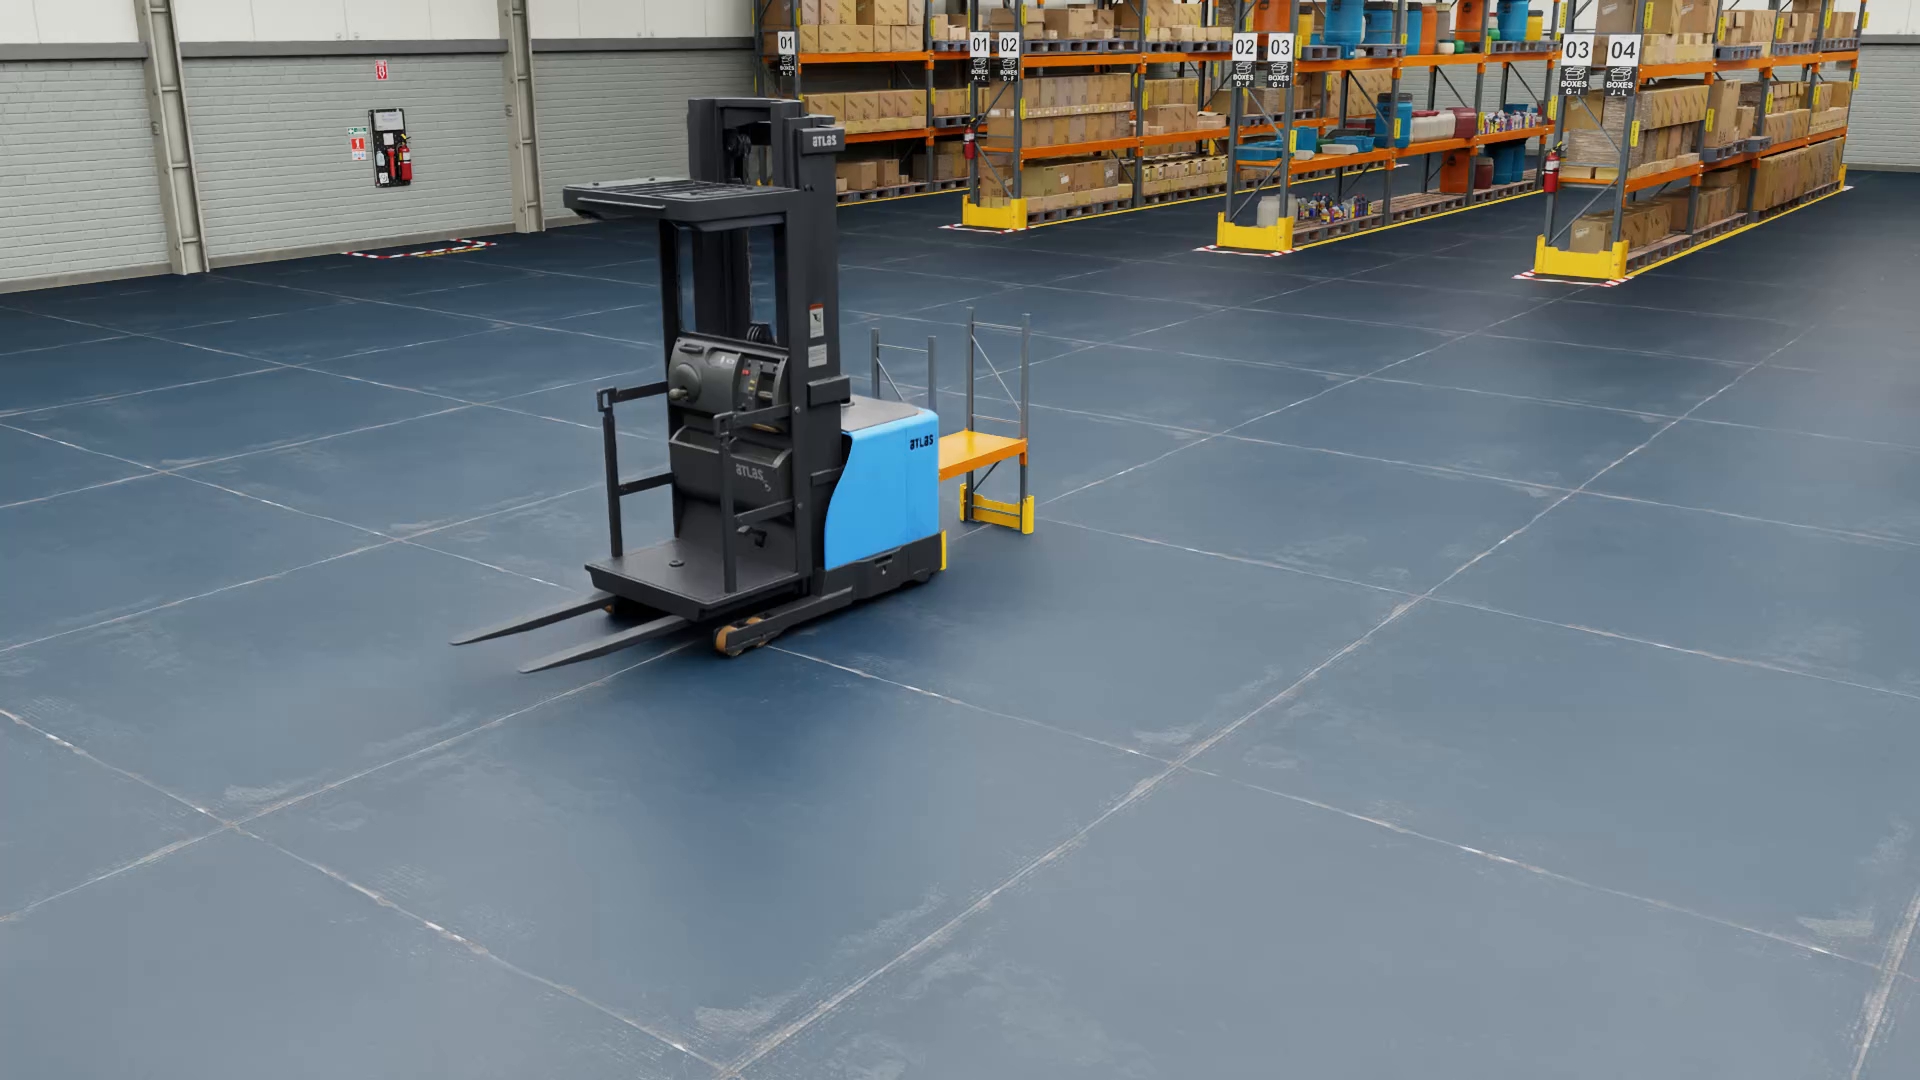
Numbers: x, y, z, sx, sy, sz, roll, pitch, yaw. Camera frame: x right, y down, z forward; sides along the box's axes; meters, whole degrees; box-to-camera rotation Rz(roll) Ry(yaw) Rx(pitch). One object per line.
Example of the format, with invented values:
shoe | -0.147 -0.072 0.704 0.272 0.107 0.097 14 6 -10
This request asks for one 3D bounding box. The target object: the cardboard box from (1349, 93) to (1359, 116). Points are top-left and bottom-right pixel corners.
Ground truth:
cardboard box | 8.882 -10.076 38.465 0.500 0.500 0.500 12 21 34

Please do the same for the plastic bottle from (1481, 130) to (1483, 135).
plastic bottle | 9.958 -7.893 31.818 0.097 0.271 0.097 0 17 0

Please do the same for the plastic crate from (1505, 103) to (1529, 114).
plastic crate | 11.737 -9.030 35.191 0.392 0.384 0.575 12 21 35

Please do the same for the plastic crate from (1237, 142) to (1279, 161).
plastic crate | 4.641 -6.081 26.018 0.499 0.251 0.616 12 21 35

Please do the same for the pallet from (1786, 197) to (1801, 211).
pallet | 15.312 -6.434 31.606 1.003 0.211 1.213 12 21 35

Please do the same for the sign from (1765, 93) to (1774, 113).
sign | 13.769 -7.432 28.298 0.100 0.325 0.005 12 21 35

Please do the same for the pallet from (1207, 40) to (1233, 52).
pallet | 5.041 -9.926 33.411 1.213 0.211 1.003 14 22 37

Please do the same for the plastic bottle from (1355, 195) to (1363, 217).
plastic bottle | 6.700 -5.628 28.032 0.144 0.351 0.185 11 20 32

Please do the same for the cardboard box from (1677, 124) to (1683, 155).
cardboard box | 10.300 -6.038 24.959 0.875 0.500 0.500 12 21 35

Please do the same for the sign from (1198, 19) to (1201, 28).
sign | 4.939 -10.537 34.188 0.100 0.325 0.005 12 21 35

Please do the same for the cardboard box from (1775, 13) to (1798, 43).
cardboard box | 14.528 -9.183 29.816 0.797 0.503 0.637 12 21 34

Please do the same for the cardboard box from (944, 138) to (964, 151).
cardboard box | 0.002 -8.466 35.657 0.500 0.250 0.500 12 21 33

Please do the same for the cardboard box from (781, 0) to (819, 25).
cardboard box | -2.949 -9.747 30.626 0.500 0.500 0.500 11 20 31

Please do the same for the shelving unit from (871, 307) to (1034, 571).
shelving unit | -0.045 -0.698 10.963 0.587 1.500 1.083 12 21 35

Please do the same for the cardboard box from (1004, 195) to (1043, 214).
cardboard box | 1.105 -5.832 28.894 0.500 0.250 0.500 12 21 35

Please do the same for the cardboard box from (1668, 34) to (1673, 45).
cardboard box | 9.713 -6.984 23.200 0.380 0.149 0.250 11 21 32

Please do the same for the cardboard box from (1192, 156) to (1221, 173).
cardboard box | 4.955 -7.623 33.718 0.500 0.311 0.500 12 21 34

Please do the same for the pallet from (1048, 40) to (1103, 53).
pallet | 1.776 -8.702 29.299 1.003 0.211 1.213 12 21 35

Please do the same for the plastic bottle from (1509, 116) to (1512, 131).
plastic bottle | 10.920 -8.274 33.025 0.061 0.283 0.133 12 21 35

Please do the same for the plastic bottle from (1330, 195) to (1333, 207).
plastic bottle | 6.425 -5.841 28.854 0.097 0.271 0.097 0 17 0

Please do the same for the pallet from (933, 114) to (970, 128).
pallet | -0.418 -8.748 34.679 1.003 0.211 1.213 12 21 35

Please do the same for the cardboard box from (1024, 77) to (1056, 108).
cardboard box | 1.236 -7.771 28.854 0.700 0.500 0.500 12 21 33

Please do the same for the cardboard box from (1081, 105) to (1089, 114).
cardboard box | 2.087 -7.698 29.712 0.380 0.149 0.250 13 22 36

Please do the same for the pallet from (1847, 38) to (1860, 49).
pallet | 17.661 -10.127 33.889 1.003 0.211 1.213 12 21 35

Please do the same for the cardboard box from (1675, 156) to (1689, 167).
cardboard box | 10.639 -5.648 24.798 0.380 0.149 0.250 12 21 35

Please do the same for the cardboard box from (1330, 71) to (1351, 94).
cardboard box | 8.571 -10.425 37.901 0.500 0.500 0.500 12 21 33

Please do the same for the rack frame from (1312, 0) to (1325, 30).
rack frame | 7.757 -12.579 36.578 1.000 3.000 0.127 12 21 35

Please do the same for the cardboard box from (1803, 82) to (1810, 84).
cardboard box | 16.990 -9.034 33.763 0.500 0.500 0.500 12 21 33

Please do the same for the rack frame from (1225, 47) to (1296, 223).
rack frame | 4.583 -5.980 25.442 1.000 3.000 0.127 12 21 35

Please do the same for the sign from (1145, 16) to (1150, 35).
sign | 3.437 -9.428 30.484 0.100 0.325 0.005 12 21 35

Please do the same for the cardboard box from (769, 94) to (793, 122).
cardboard box | -3.263 -8.176 31.470 0.500 0.500 0.500 12 21 34

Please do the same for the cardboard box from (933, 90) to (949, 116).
cardboard box | -0.659 -9.056 34.438 0.700 0.500 0.500 12 21 35

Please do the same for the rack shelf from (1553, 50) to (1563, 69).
rack shelf | 12.925 -10.403 35.842 1.077 0.370 4.000 12 21 35

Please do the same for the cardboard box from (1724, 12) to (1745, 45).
cardboard box | 11.864 -8.059 26.196 0.797 0.503 0.637 13 22 37

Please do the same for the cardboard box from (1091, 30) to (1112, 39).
cardboard box | 2.491 -9.053 29.760 0.380 0.149 0.250 12 21 35

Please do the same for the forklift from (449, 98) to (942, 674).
forklift | -1.457 -0.925 9.281 1.130 2.935 3.031 14 22 39

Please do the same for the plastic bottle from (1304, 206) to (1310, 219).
plastic bottle | 5.799 -5.486 27.828 0.097 0.201 0.097 0 17 0

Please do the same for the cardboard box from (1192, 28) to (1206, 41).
cardboard box | 4.501 -9.943 32.690 0.500 0.250 0.500 12 21 34

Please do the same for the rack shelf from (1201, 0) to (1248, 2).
rack shelf | 4.182 -10.616 32.142 1.077 0.370 4.000 12 21 35

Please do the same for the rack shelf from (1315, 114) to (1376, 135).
rack shelf | 8.949 -9.847 39.108 1.077 0.370 4.000 12 21 35

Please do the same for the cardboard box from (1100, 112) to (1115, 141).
cardboard box | 2.422 -7.623 30.565 0.700 0.500 0.500 12 21 34

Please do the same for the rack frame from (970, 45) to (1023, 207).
rack frame | 0.607 -6.856 28.264 1.000 3.000 0.127 12 21 35

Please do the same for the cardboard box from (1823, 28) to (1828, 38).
cardboard box | 16.453 -10.016 32.335 0.700 0.500 0.500 14 22 37

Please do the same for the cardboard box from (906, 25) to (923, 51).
cardboard box | -1.094 -10.008 33.155 0.500 0.500 0.500 13 22 36

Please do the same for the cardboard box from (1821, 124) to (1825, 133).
cardboard box | 16.775 -8.104 32.705 0.380 0.149 0.250 12 21 34

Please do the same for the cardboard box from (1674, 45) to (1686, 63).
cardboard box | 9.962 -6.901 23.602 0.500 0.250 0.500 13 22 36

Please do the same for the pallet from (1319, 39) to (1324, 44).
pallet | 7.312 -10.914 36.590 1.213 0.211 1.003 12 21 35

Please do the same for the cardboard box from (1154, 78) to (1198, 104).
cardboard box | 5.440 -11.386 42.345 0.980 0.700 0.700 12 21 34

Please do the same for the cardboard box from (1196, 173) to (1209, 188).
cardboard box | 4.650 -7.238 33.421 0.500 0.250 0.500 13 21 36

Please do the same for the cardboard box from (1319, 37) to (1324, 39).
cardboard box | 8.246 -11.147 37.277 0.500 0.250 0.500 12 21 35

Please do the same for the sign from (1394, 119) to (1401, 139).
sign | 7.402 -6.965 28.147 0.100 0.325 0.005 12 21 35

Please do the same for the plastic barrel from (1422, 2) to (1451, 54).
plastic barrel | 8.686 -9.400 30.552 0.600 0.901 0.600 0 17 0

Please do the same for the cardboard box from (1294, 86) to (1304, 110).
cardboard box | 7.295 -9.889 37.154 0.700 0.500 0.500 5 18 16

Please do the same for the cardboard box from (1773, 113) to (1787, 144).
cardboard box | 14.444 -7.371 29.754 0.500 0.500 0.500 12 21 34

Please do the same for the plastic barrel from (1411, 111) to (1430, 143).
plastic barrel | 8.150 -7.361 29.662 0.433 0.535 0.433 0 17 0

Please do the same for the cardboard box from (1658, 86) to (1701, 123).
cardboard box | 10.600 -6.450 24.598 0.500 0.500 0.500 12 21 35
